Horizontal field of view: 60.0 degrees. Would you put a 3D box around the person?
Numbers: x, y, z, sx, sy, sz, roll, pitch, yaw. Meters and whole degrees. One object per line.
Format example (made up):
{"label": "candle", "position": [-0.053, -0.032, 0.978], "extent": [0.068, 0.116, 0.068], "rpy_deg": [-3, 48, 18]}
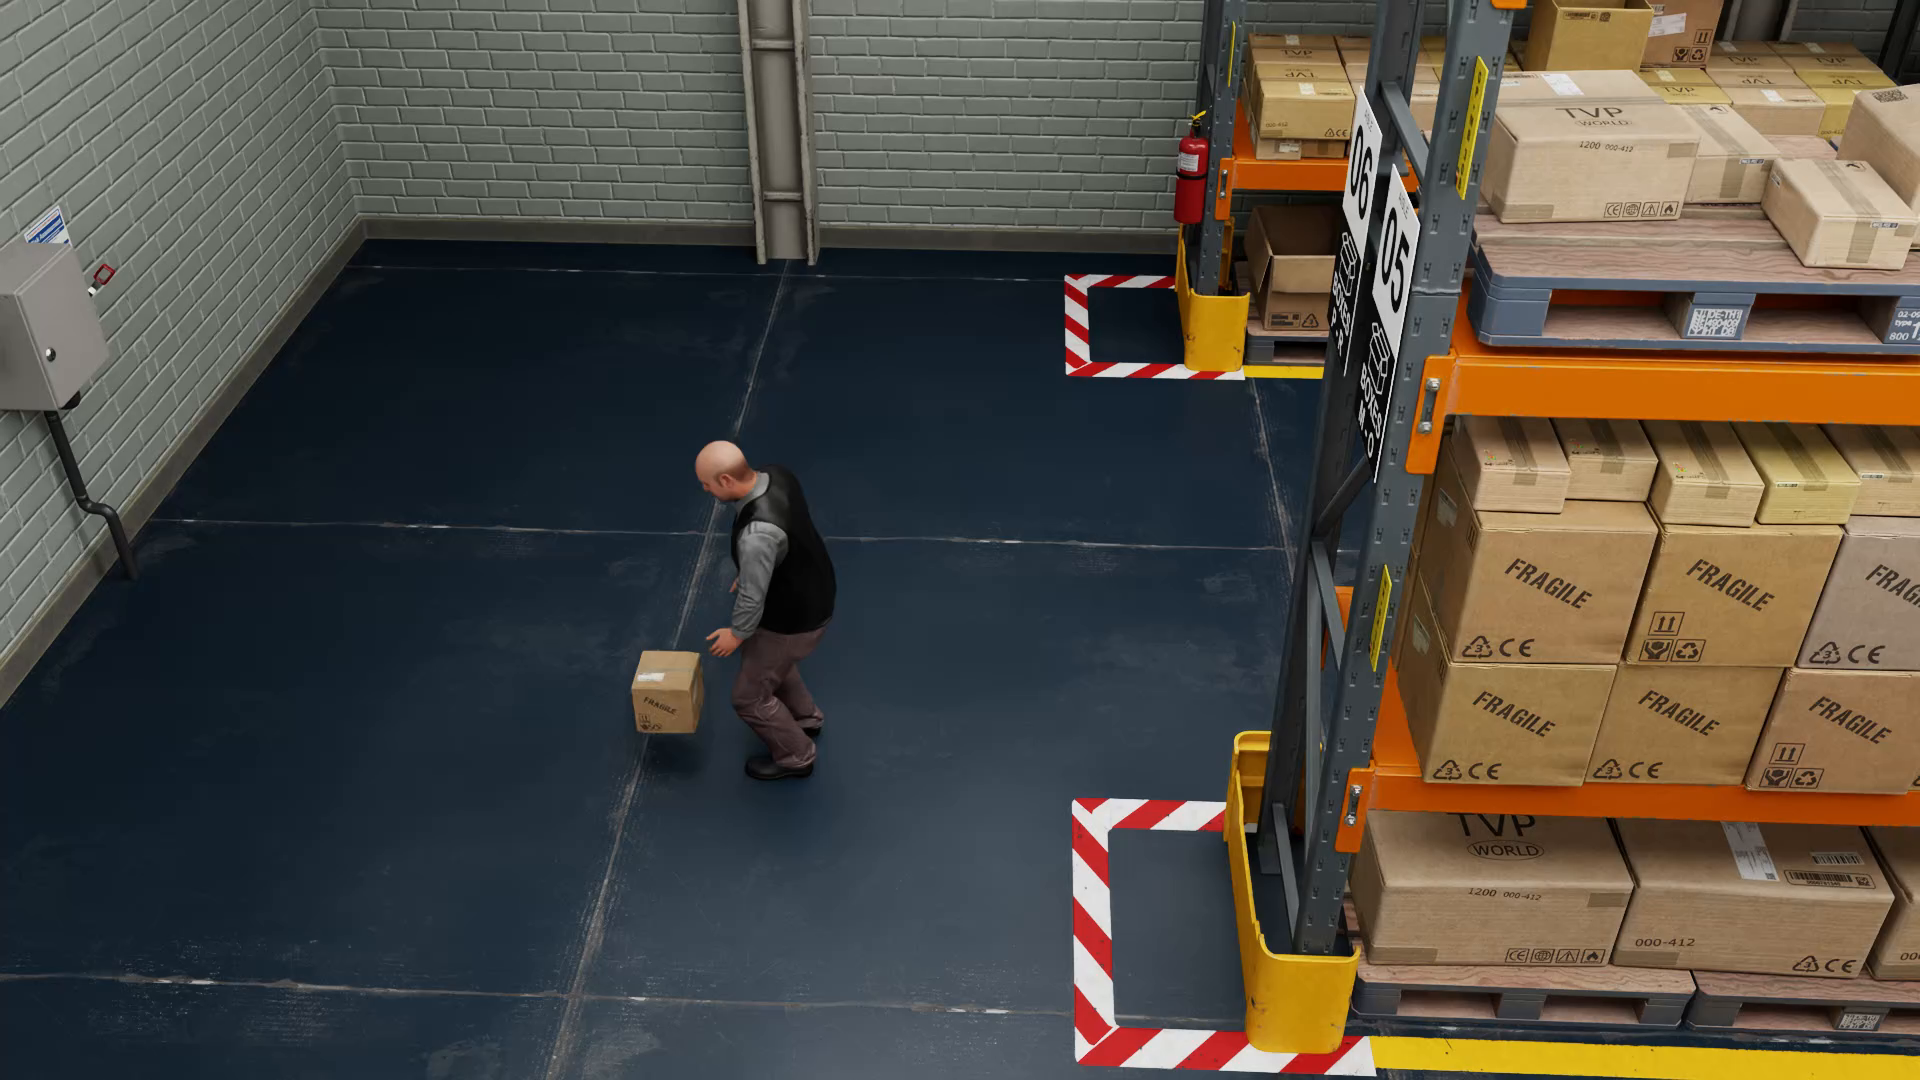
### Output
{"label": "person", "position": [-0.767, 0.293, 6.826], "extent": [0.509, 1.617, 0.574], "rpy_deg": [2, 36, 3]}
